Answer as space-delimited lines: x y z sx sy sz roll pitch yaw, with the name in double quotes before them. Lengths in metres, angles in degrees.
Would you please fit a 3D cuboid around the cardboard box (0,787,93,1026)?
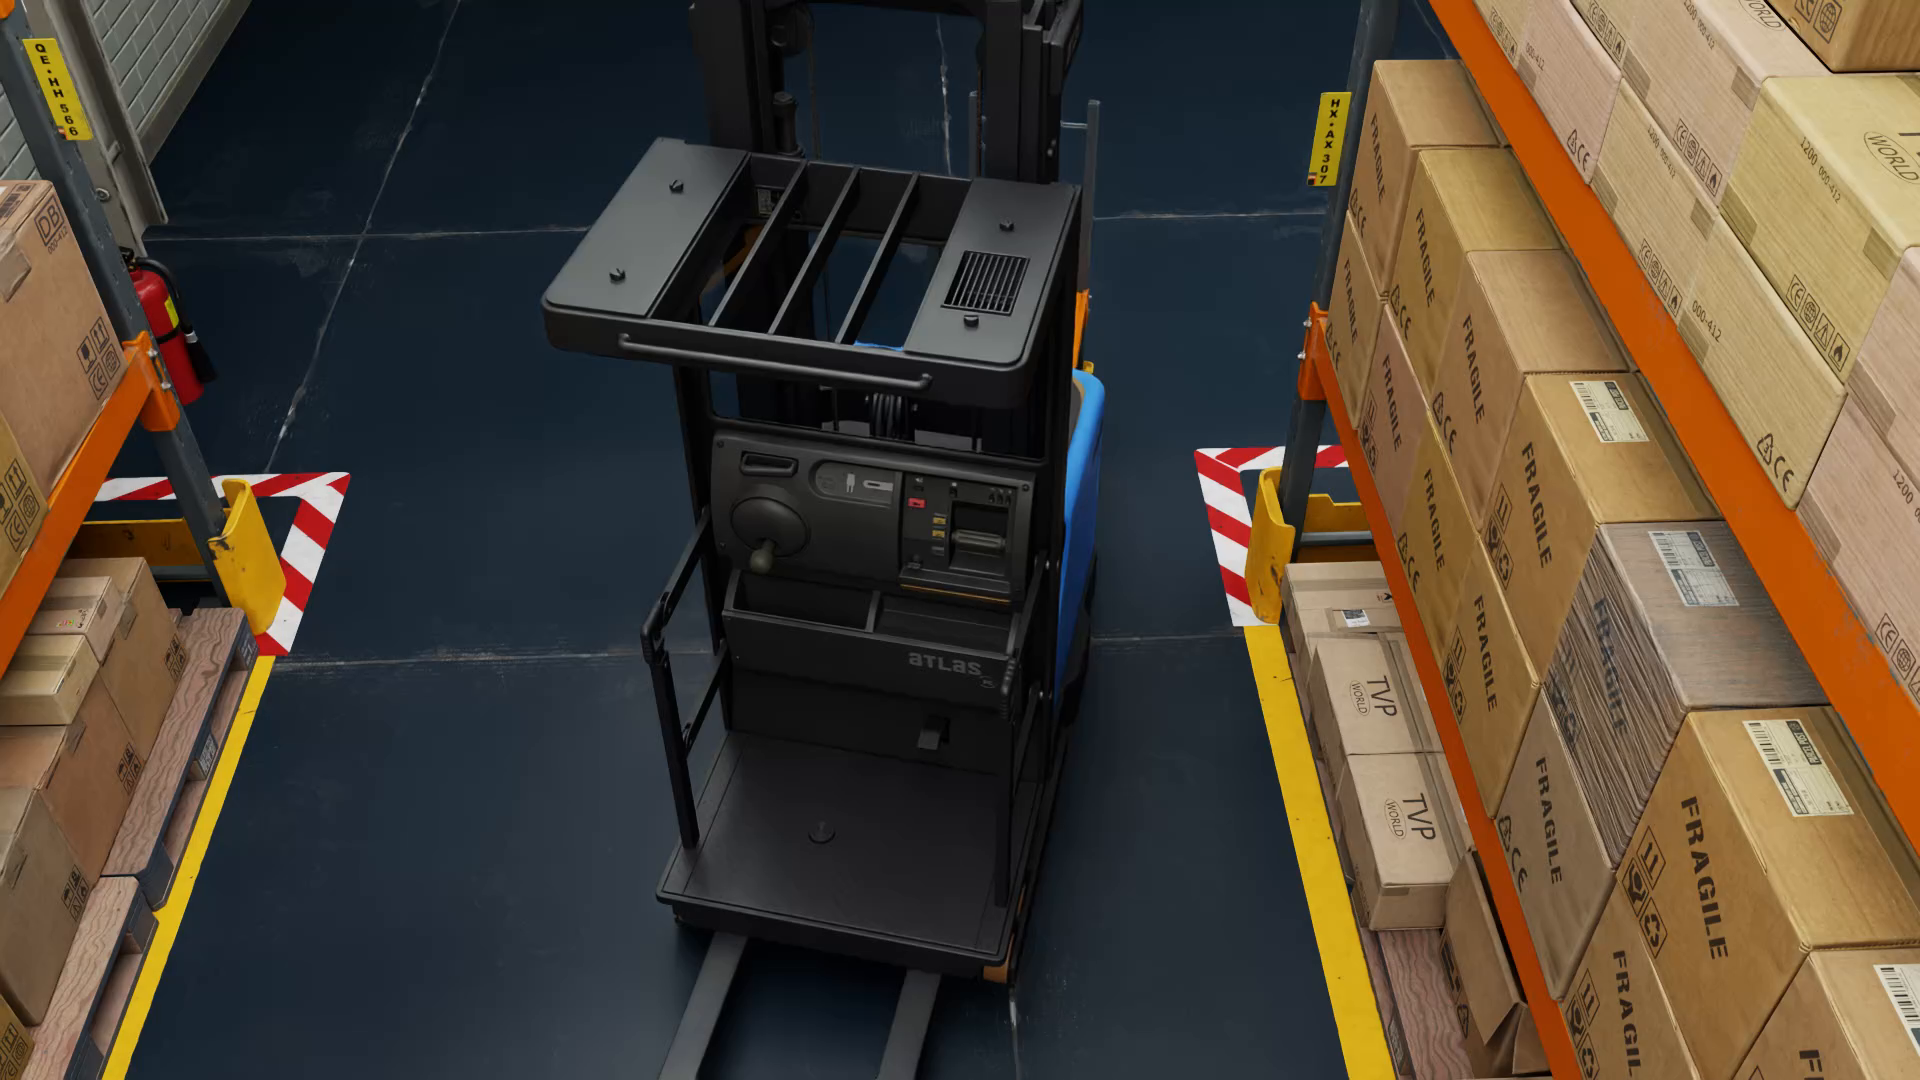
"cardboard box" -3.061 1.093 4.877 0.700 0.500 0.500 -3 43 -3

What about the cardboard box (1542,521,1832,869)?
"cardboard box" 1.559 0.310 3.378 0.500 0.500 0.500 -1 43 -1

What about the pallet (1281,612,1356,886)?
"pallet" 1.753 0.652 5.882 1.003 0.211 1.213 -2 43 -2

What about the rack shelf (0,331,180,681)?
"rack shelf" -3.149 0.795 4.195 1.077 0.370 4.000 -2 43 -2

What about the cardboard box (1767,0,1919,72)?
"cardboard box" 1.746 -1.115 2.713 0.700 0.500 0.500 -2 43 -2

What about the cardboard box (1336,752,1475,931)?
"cardboard box" 1.497 0.937 5.218 0.500 0.250 0.500 -2 43 -2

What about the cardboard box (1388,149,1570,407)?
"cardboard box" 1.500 -0.711 4.492 0.500 0.500 0.500 -1 43 -1

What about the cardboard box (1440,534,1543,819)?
"cardboard box" 1.535 0.330 4.096 0.500 0.500 0.500 -1 43 -1

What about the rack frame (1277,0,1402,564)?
"rack frame" 1.715 -0.965 5.583 1.000 3.000 0.127 -2 43 -2

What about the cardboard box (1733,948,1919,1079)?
"cardboard box" 1.605 0.996 2.630 0.500 0.500 0.500 -1 43 -2

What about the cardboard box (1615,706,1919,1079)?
"cardboard box" 1.580 0.650 3.007 0.500 0.500 0.500 -2 43 -3

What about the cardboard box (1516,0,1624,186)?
"cardboard box" 1.514 -0.986 3.497 0.500 0.250 0.500 -2 43 -2

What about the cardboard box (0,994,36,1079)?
"cardboard box" -3.031 1.453 4.484 0.700 0.500 0.500 -1 43 -1

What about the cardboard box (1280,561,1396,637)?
"cardboard box" 1.389 0.216 6.079 0.380 0.149 0.250 -2 43 -2

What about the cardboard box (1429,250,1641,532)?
"cardboard box" 1.516 -0.373 4.123 0.500 0.500 0.500 -1 43 -1

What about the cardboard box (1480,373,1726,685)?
"cardboard box" 1.539 -0.030 3.749 0.500 0.500 0.500 -2 43 -2

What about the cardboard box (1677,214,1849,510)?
"cardboard box" 1.558 -0.311 2.761 0.500 0.250 0.500 -2 43 -2

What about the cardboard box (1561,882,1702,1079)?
"cardboard box" 1.584 1.020 3.343 0.500 0.500 0.500 -1 43 -1

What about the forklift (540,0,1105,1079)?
"forklift" -0.299 0.026 4.553 1.130 2.935 3.031 9 43 9

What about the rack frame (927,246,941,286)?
"rack frame" 0.138 -0.463 6.145 0.500 1.500 0.032 6 43 6

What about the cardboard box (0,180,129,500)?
"cardboard box" -3.203 -0.587 4.949 0.980 0.700 0.700 0 43 0

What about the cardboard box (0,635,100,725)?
"cardboard box" -2.906 0.431 5.119 0.380 0.149 0.250 -1 43 -1

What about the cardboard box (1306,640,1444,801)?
"cardboard box" 1.476 0.599 5.586 0.500 0.250 0.500 -2 43 -2

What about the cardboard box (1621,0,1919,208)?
"cardboard box" 1.535 -0.833 2.960 0.500 0.250 0.500 -2 43 -2

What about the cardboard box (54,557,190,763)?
"cardboard box" -3.105 0.416 5.616 0.700 0.500 0.500 -2 43 -2

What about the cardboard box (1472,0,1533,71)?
"cardboard box" 1.491 -1.324 3.865 0.500 0.250 0.500 -2 43 -2

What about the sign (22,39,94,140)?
"sign" -2.692 -1.341 4.961 0.100 0.325 0.005 -2 43 -2

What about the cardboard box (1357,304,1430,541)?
"cardboard box" 1.497 -0.347 4.834 0.500 0.500 0.500 -2 43 -2

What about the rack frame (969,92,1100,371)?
"rack frame" 0.286 -1.143 6.887 0.500 1.500 0.032 6 43 6

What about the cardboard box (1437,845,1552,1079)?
"cardboard box" 1.800 1.225 4.715 0.797 0.503 0.637 -2 43 -2

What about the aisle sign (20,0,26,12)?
"aisle sign" -2.938 -1.836 4.609 0.394 0.787 0.004 -2 43 -2

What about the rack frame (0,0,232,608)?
"rack frame" -3.234 -0.820 5.425 1.000 3.000 0.127 -2 43 -2

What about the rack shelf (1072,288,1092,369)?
"rack shelf" 0.212 -0.670 6.637 0.538 0.185 1.000 6 43 6

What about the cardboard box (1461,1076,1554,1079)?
"cardboard box" 1.545 1.681 4.360 0.500 0.311 0.500 -2 43 -2

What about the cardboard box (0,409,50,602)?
"cardboard box" -3.161 -0.096 4.413 0.980 0.700 0.700 -2 43 -2

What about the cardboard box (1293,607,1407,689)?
"cardboard box" 1.400 0.378 5.888 0.380 0.166 0.250 -2 43 -2

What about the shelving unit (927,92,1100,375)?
"shelving unit" 0.213 -0.809 6.522 0.587 1.500 1.083 6 43 6

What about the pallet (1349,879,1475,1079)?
"pallet" 1.802 1.474 4.986 1.003 0.211 1.213 -2 43 -2

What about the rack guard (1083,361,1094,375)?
"rack guard" 0.286 -0.681 7.308 0.587 0.250 0.087 6 43 6

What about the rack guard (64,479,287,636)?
"rack guard" -3.235 0.085 6.288 1.175 0.500 0.348 -2 43 -2

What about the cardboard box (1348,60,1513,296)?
"cardboard box" 1.470 -1.063 4.876 0.500 0.500 0.500 0 43 0

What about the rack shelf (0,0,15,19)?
"rack shelf" -3.149 -0.311 3.182 1.077 0.370 4.000 -2 43 -2

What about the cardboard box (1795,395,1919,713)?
"cardboard box" 1.588 0.026 2.393 0.500 0.250 0.500 -2 43 -2

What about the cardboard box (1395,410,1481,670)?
"cardboard box" 1.516 -0.008 4.465 0.500 0.500 0.500 -2 43 -2

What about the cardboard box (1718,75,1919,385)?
"cardboard box" 1.556 -0.495 2.592 0.500 0.250 0.500 -2 43 -2

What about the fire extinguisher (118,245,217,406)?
"fire extinguisher" -2.780 -0.770 5.703 0.296 0.674 0.183 -2 43 -2

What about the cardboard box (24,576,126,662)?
"cardboard box" -2.917 0.258 5.307 0.380 0.149 0.250 -2 43 -2

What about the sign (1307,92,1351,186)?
"sign" 1.173 -1.269 5.273 0.100 0.325 0.005 -2 43 -2

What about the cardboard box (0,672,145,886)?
"cardboard box" -3.083 0.754 5.247 0.700 0.500 0.500 -2 43 -2

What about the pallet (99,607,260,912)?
"pallet" -3.122 0.745 5.781 1.003 0.211 1.213 -2 43 -2

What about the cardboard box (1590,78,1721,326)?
"cardboard box" 1.541 -0.649 3.129 0.500 0.250 0.500 -2 43 -2

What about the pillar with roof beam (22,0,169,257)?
"pillar with roof beam" 0.088 -4.953 5.494 9.100 9.000 0.400 -2 43 -2

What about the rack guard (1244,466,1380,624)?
"rack guard" 1.718 0.008 6.372 1.175 0.500 0.348 -2 43 -2

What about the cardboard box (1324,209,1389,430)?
"cardboard box" 1.470 -0.695 5.214 0.500 0.500 0.500 -1 43 -1

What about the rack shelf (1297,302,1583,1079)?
"rack shelf" 1.800 0.650 4.353 1.077 0.370 4.000 -2 43 -2

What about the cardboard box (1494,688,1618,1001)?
"cardboard box" 1.560 0.674 3.721 0.500 0.500 0.500 -1 43 -1

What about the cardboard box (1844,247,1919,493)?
"cardboard box" 1.575 -0.158 2.223 0.500 0.250 0.500 -2 43 -2

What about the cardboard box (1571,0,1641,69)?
"cardboard box" 1.518 -1.171 3.328 0.500 0.250 0.500 -2 43 -2

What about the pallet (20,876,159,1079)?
"pallet" -3.073 1.567 4.885 1.003 0.211 1.213 -2 43 -2
